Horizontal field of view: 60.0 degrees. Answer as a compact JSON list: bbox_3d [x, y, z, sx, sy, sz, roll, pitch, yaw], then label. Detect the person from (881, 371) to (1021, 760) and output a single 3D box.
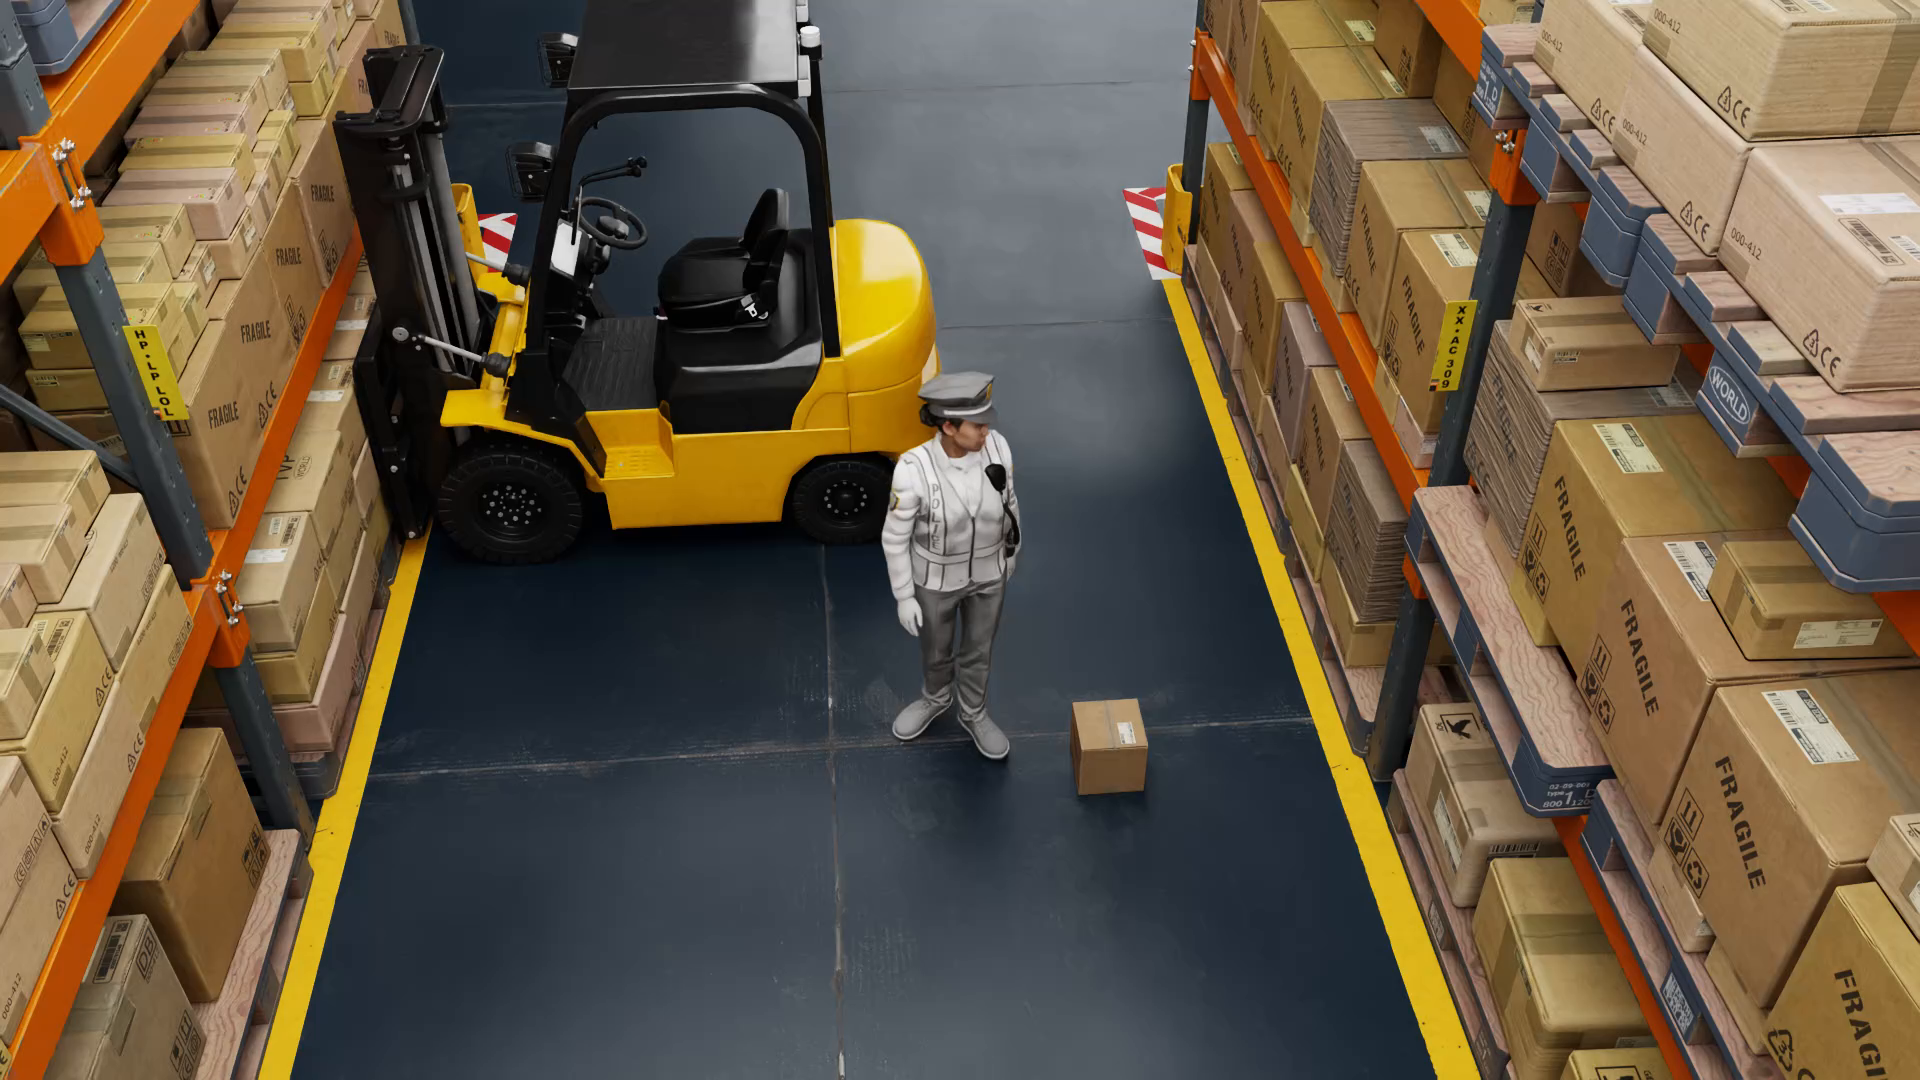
[{"bbox_3d":[-0.019,0.112,5.984,0.543,1.680,0.397,-13,41,-15],"label":"person"}]
